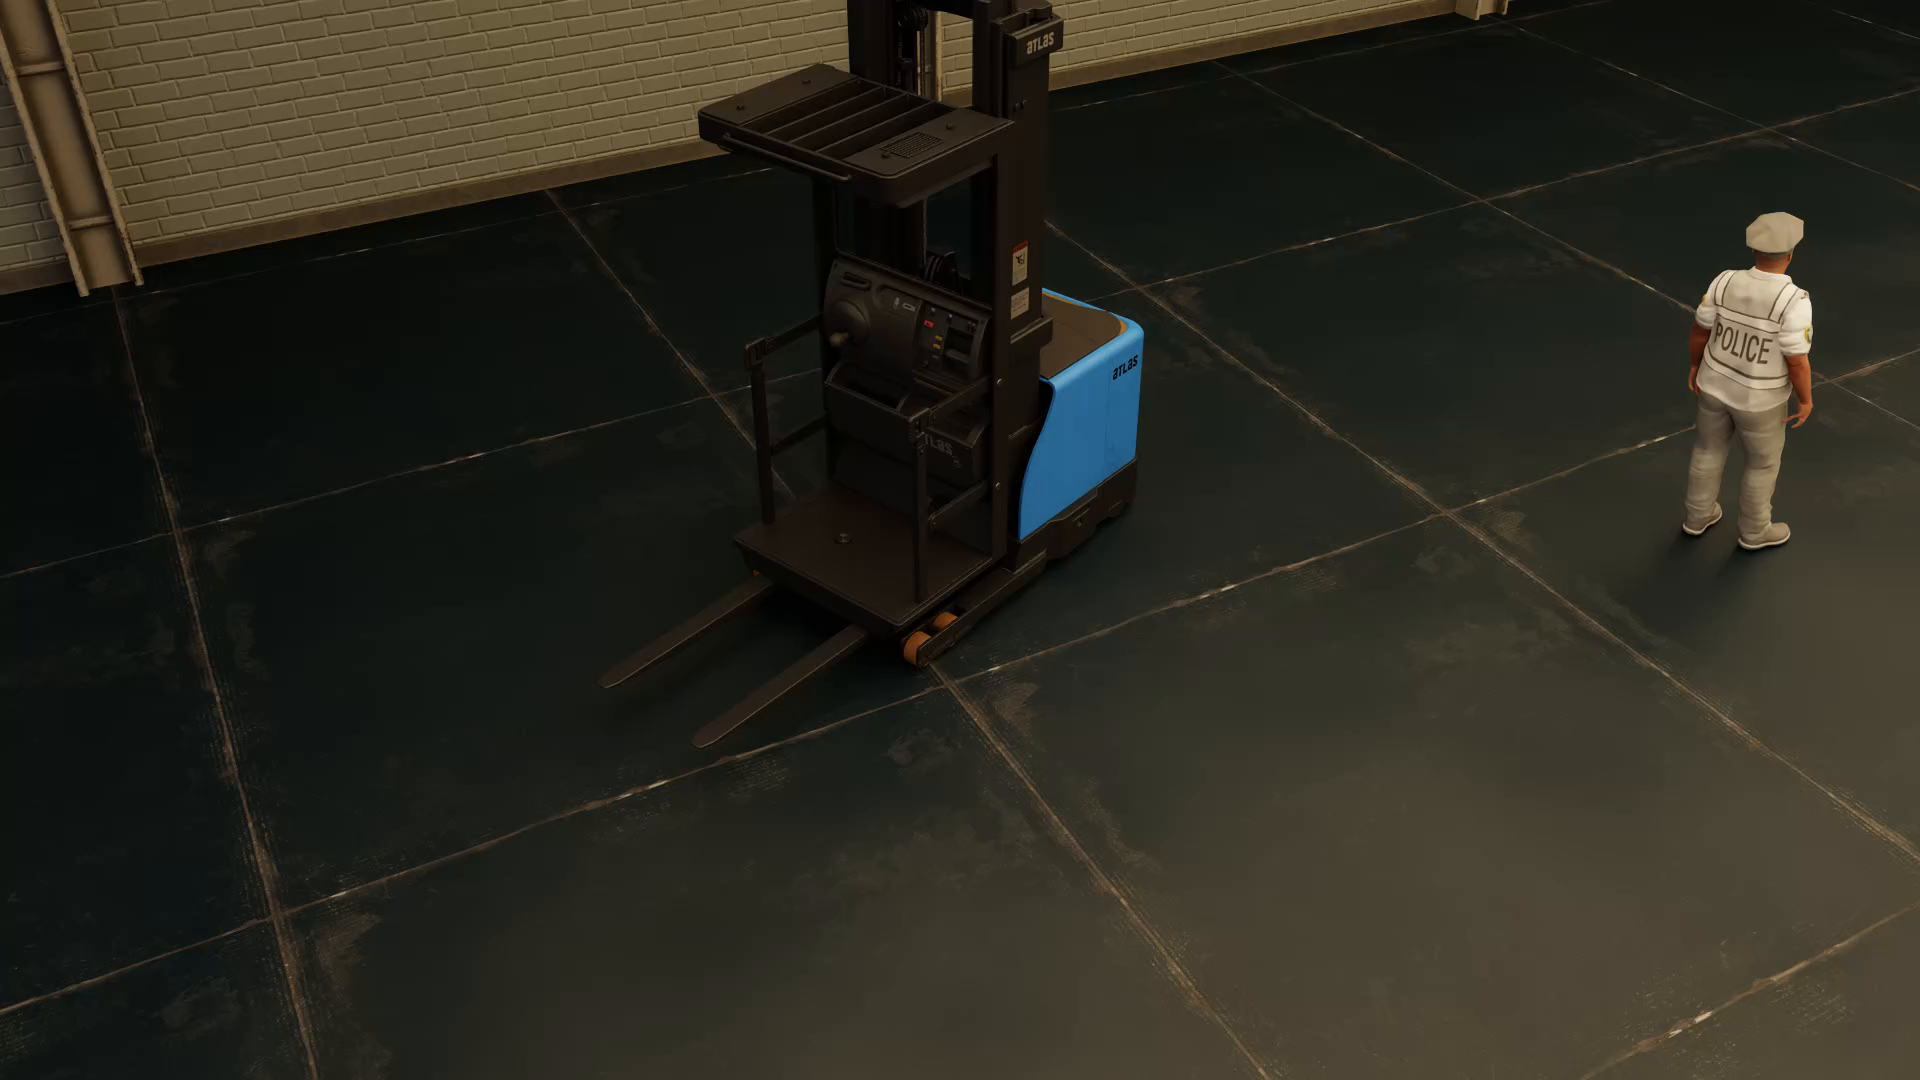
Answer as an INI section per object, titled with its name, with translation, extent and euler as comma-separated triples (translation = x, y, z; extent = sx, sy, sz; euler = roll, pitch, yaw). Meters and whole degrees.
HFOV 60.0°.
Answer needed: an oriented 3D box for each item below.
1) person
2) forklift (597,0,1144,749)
[person]
translation = 3.930, -0.785, 8.219
extent = 0.576, 1.779, 0.640
euler = -24, 42, -30
[forklift]
translation = -0.390, -0.927, 7.434
extent = 1.130, 2.935, 3.031
euler = 26, 43, 31
